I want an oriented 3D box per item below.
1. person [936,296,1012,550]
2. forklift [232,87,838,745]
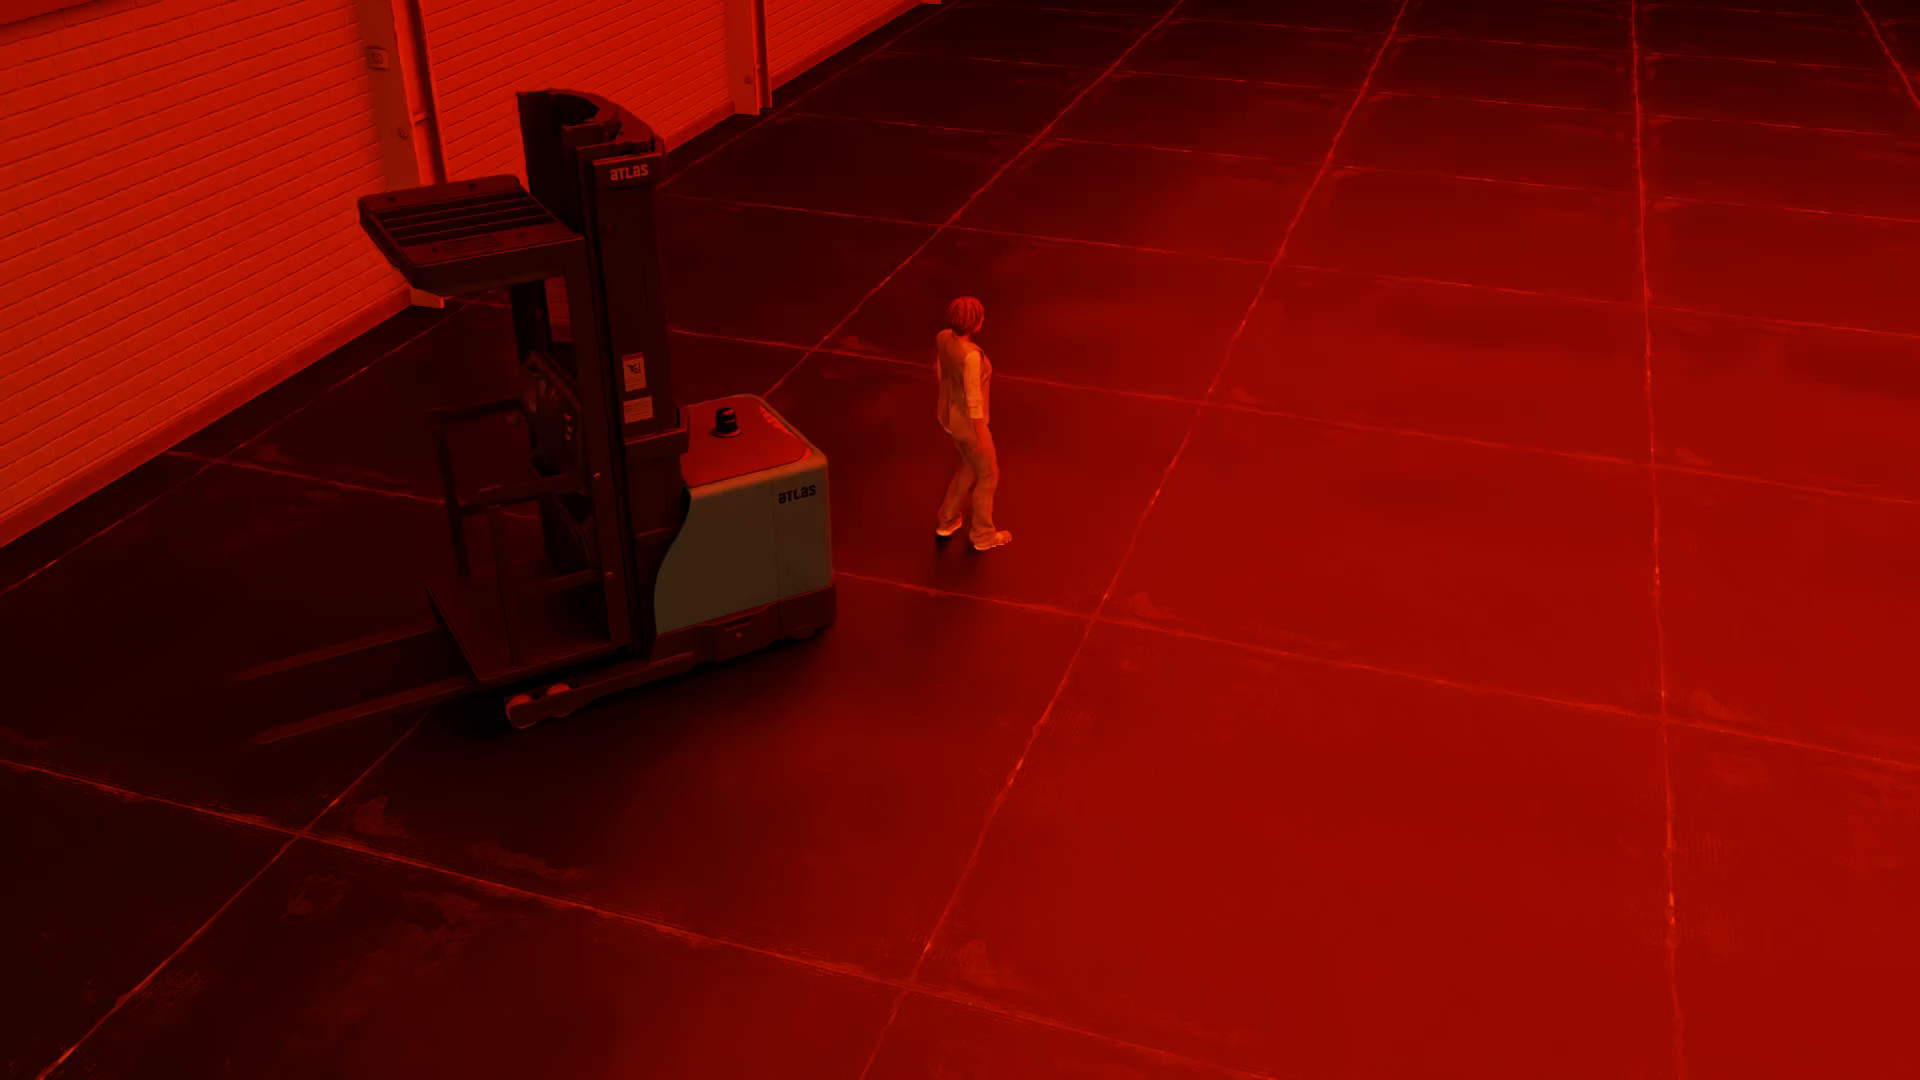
[{"bbox_3d":[0.071,-0.701,9.771,0.425,1.584,0.536,-13,32,-22],"label":"person"},{"bbox_3d":[-2.215,-0.619,8.223,3.031,2.935,1.130,-16,33,-26],"label":"forklift"}]
